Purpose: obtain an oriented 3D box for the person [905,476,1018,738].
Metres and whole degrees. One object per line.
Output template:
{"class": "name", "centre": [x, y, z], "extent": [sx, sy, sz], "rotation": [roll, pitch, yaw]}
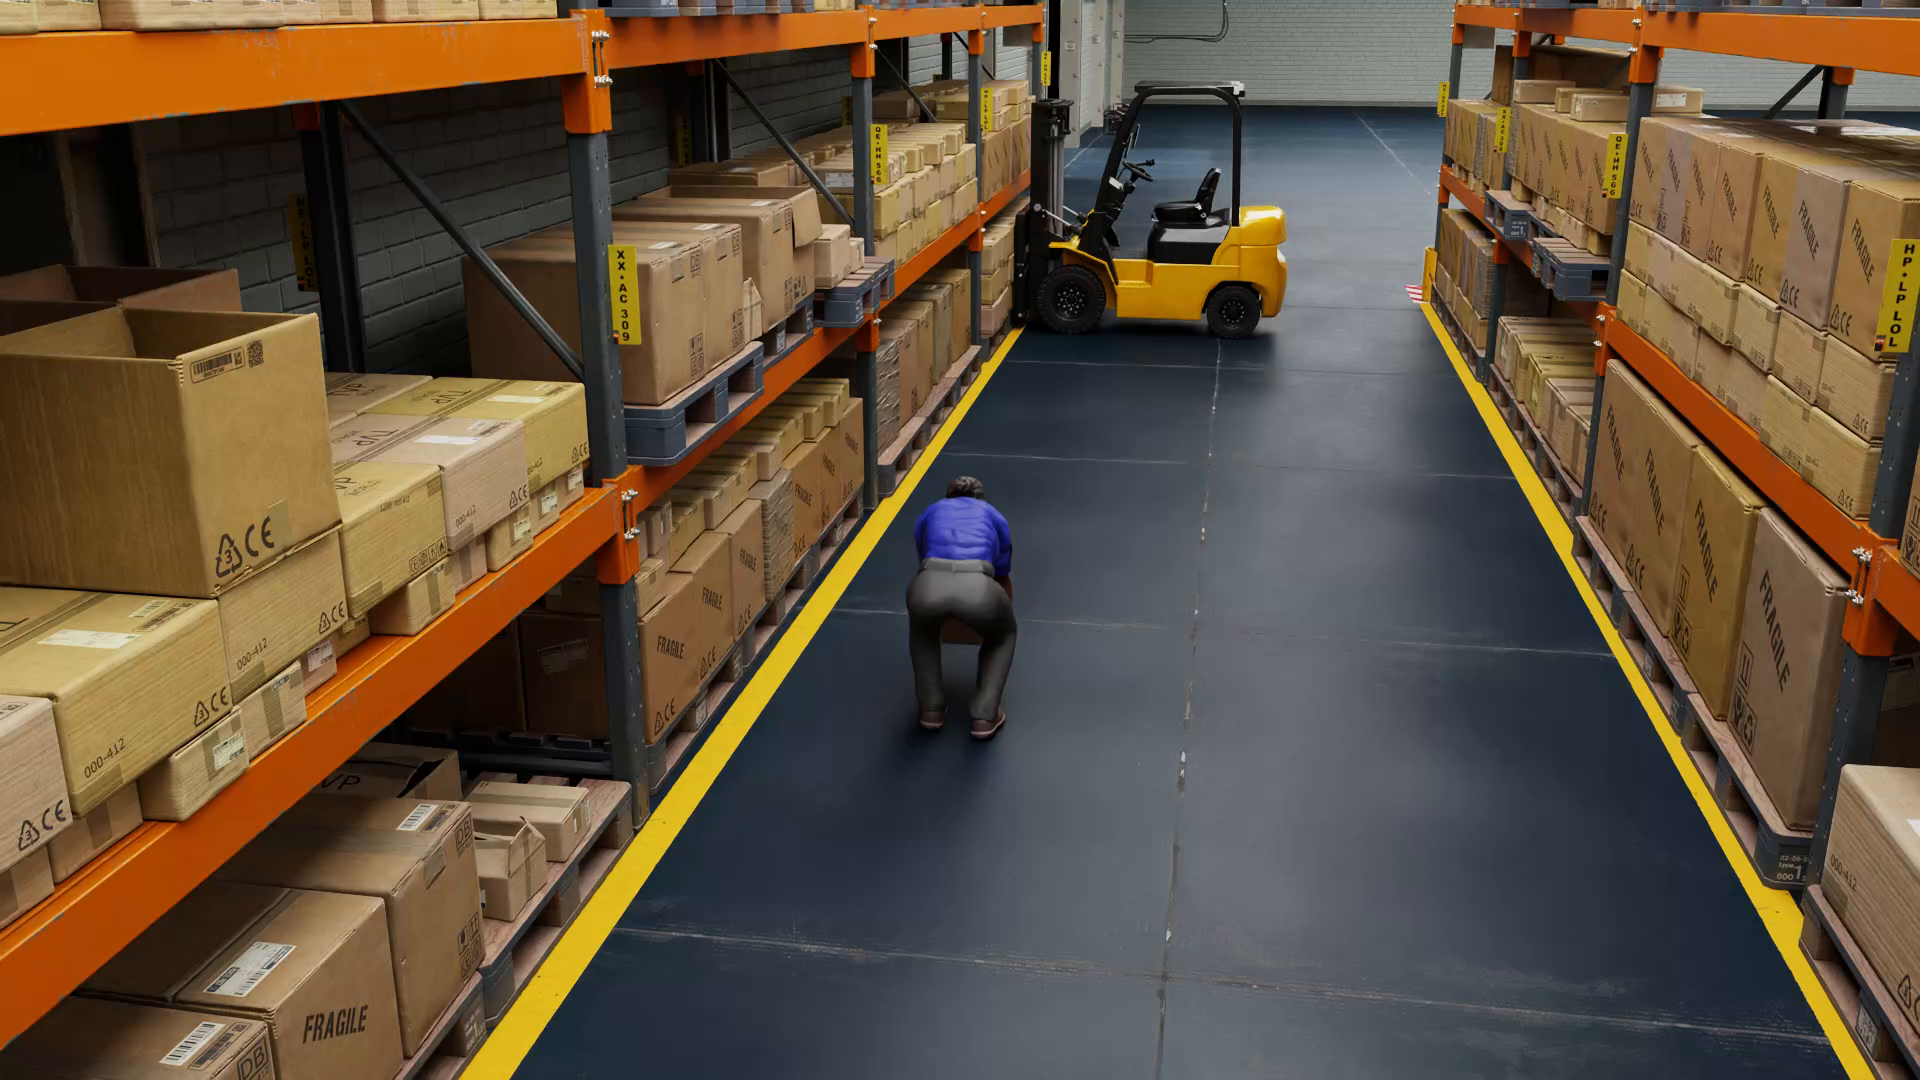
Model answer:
{"class": "person", "centre": [0.009, 0.273, 6.881], "extent": [0.459, 0.947, 0.867], "rotation": [2, 18, 6]}
